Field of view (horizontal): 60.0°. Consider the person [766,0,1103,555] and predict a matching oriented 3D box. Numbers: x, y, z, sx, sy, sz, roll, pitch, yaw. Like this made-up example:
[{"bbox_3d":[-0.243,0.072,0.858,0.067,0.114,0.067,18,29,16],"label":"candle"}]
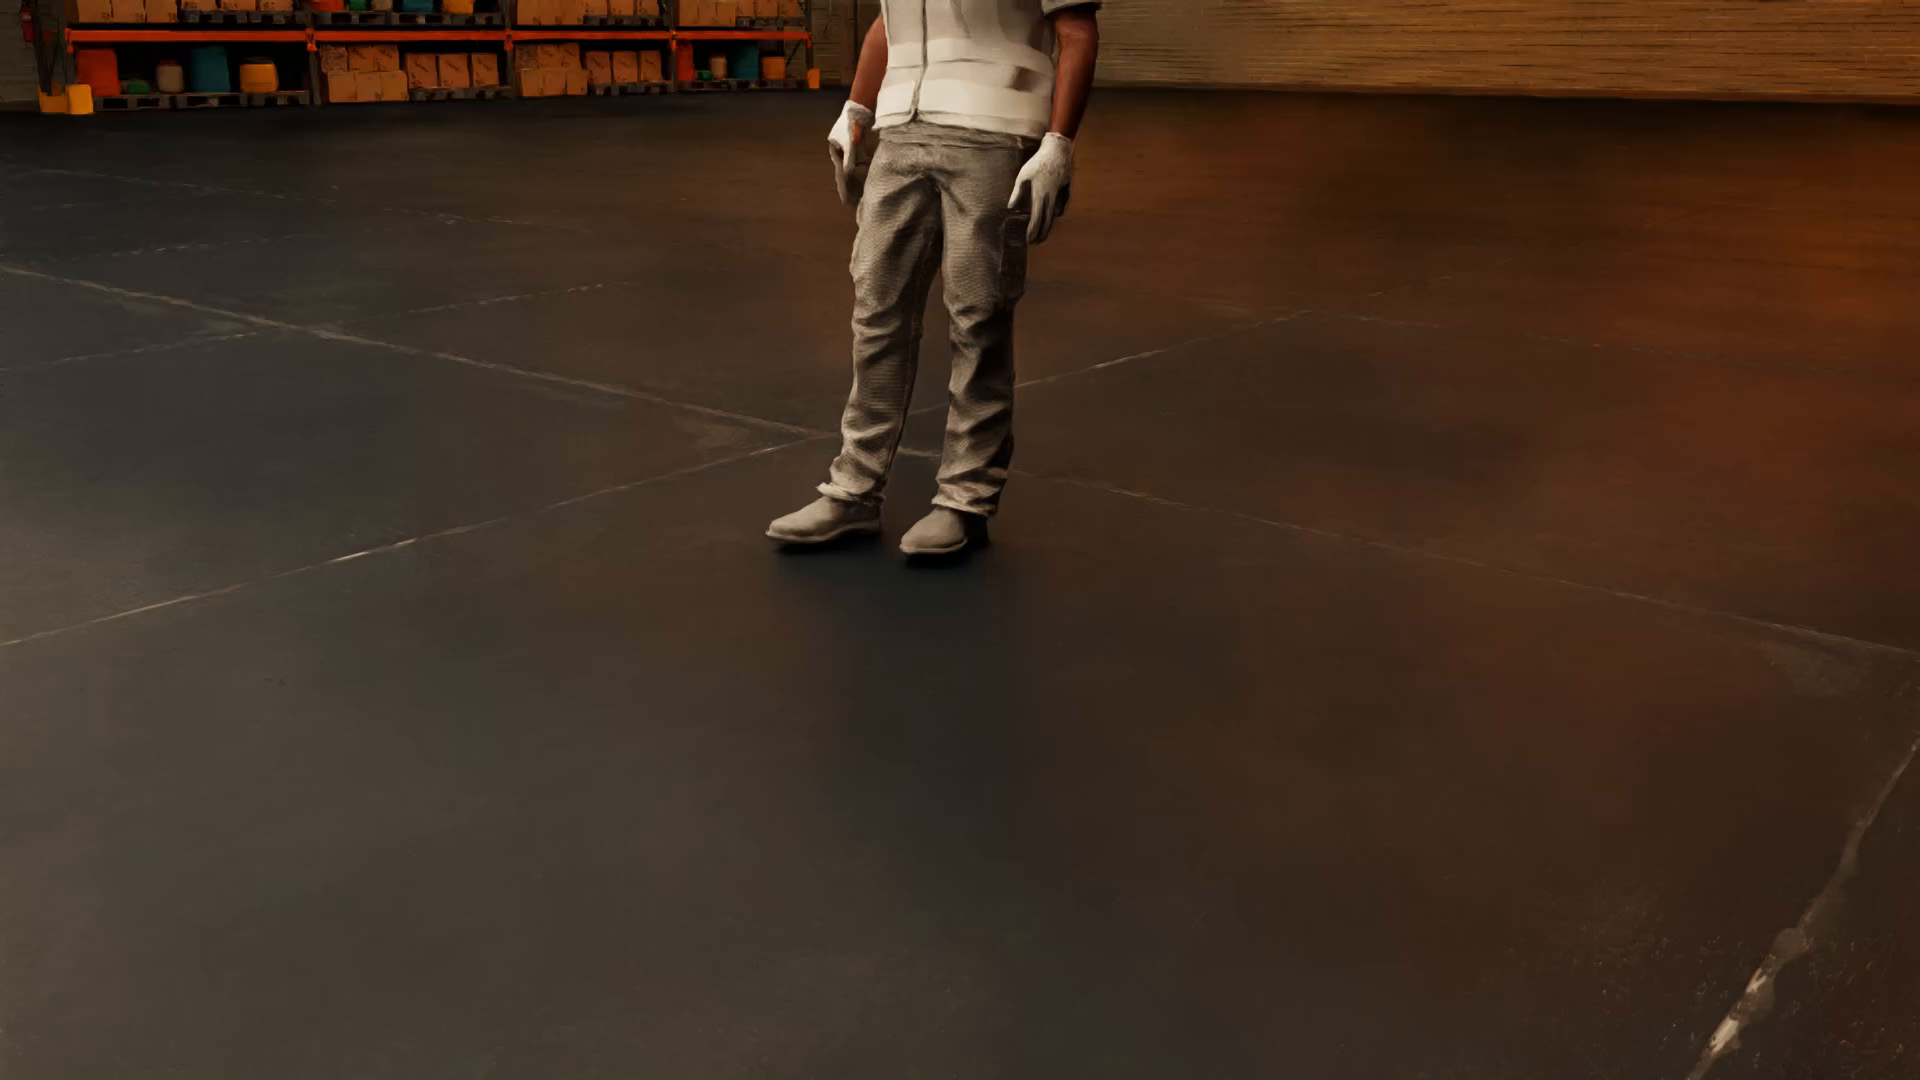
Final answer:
[{"bbox_3d":[-0.052,-0.845,3.632,0.655,1.782,0.576,13,21,37],"label":"person"}]
